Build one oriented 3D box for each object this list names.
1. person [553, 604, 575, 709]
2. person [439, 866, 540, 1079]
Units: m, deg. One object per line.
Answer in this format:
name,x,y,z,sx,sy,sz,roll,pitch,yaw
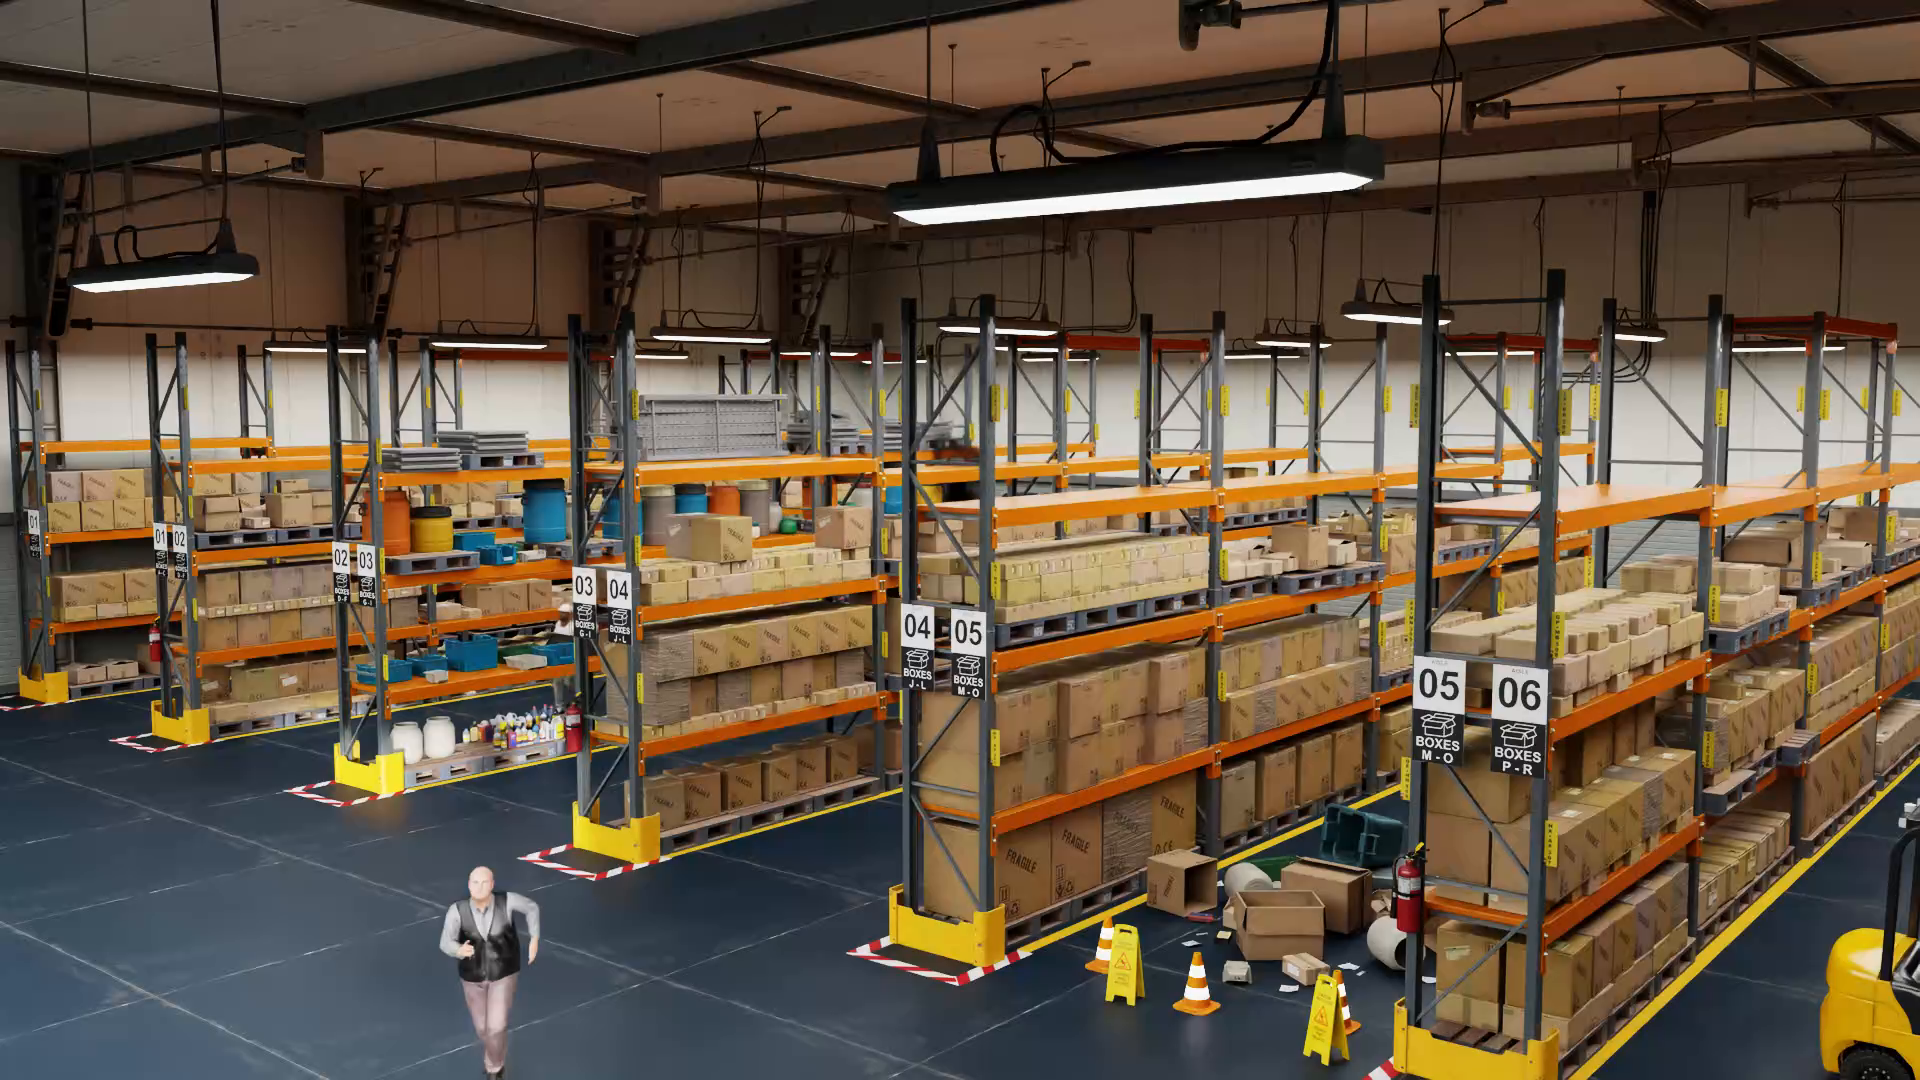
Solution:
person,-6.281,1.896,26.592,0.701,1.766,0.826,3,6,31
person,-3.445,3.216,12.191,0.681,1.720,0.813,-1,5,-8
